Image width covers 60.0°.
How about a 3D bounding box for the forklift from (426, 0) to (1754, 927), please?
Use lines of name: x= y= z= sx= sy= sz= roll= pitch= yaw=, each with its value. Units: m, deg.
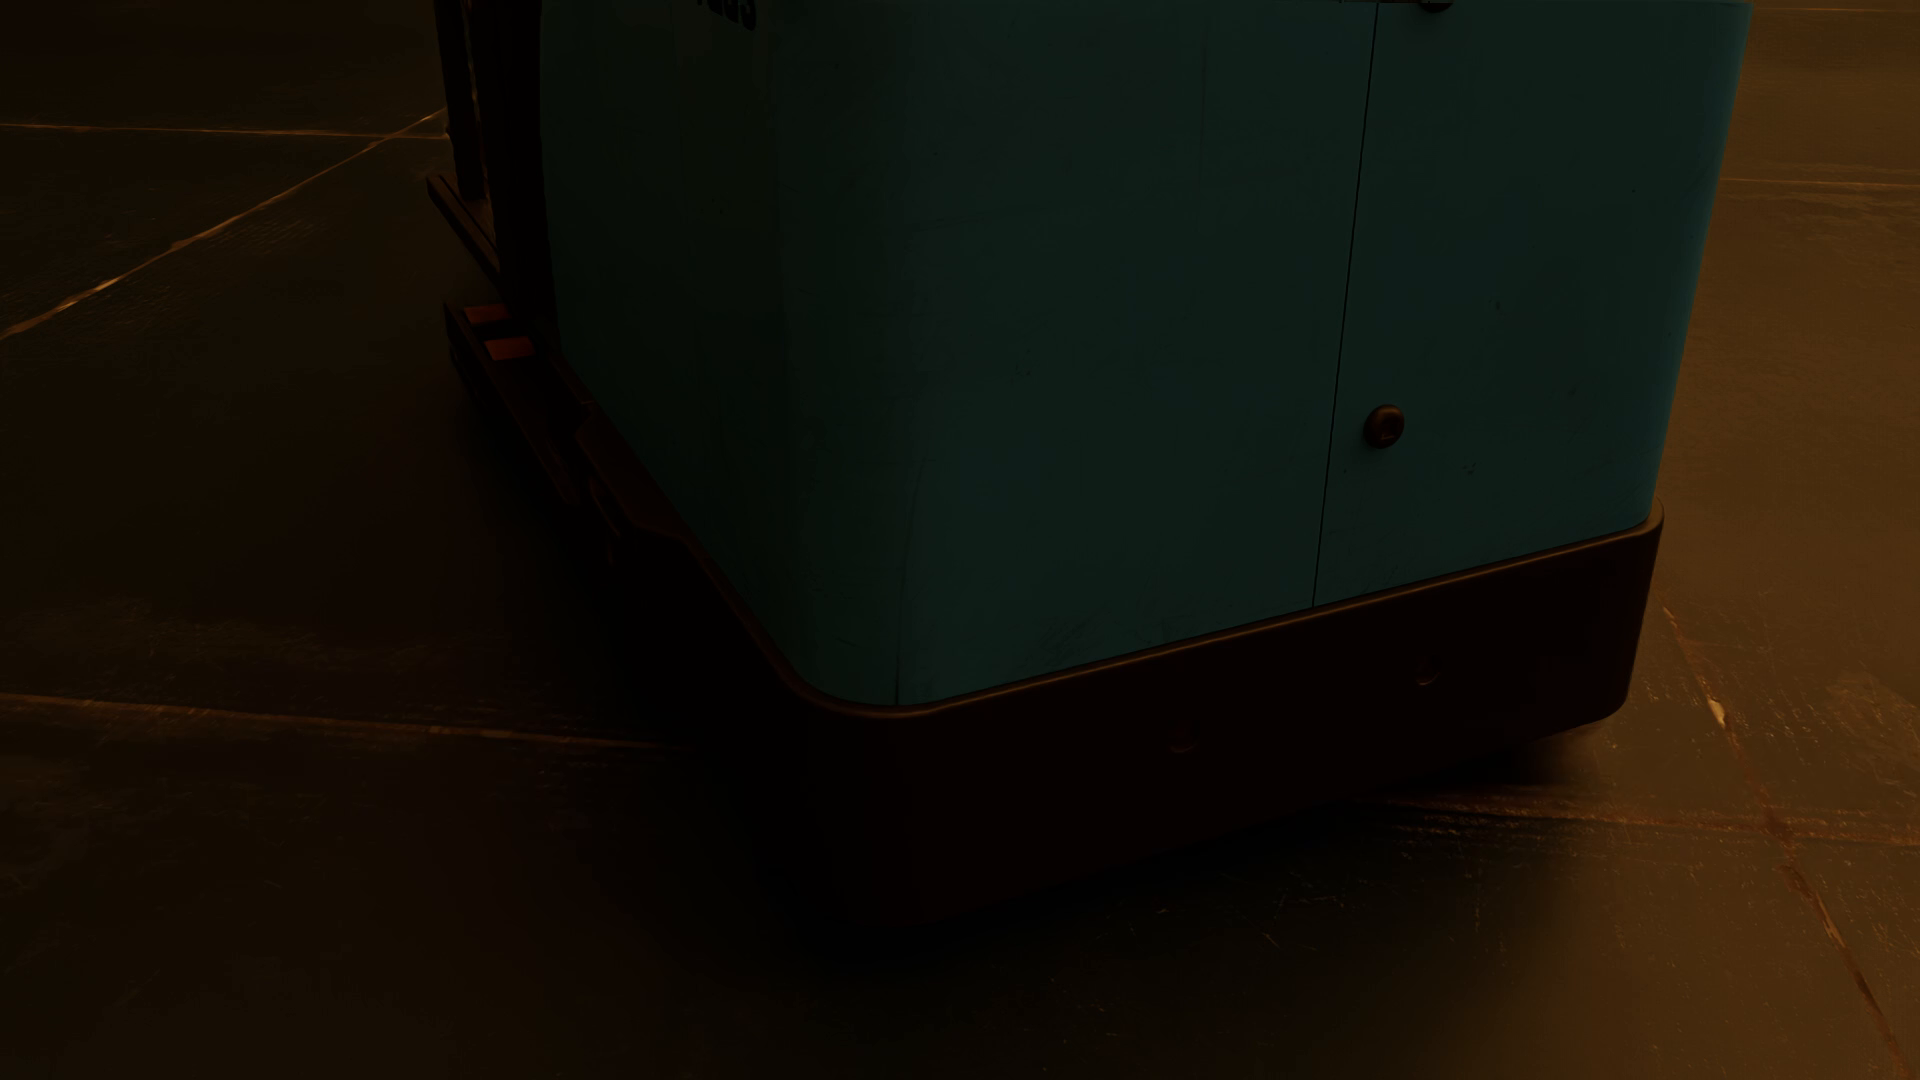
forklift: x=-0.285 y=-1.571 z=2.366 sx=1.130 sy=2.935 sz=3.031 roll=-12 pitch=29 yaw=-22
